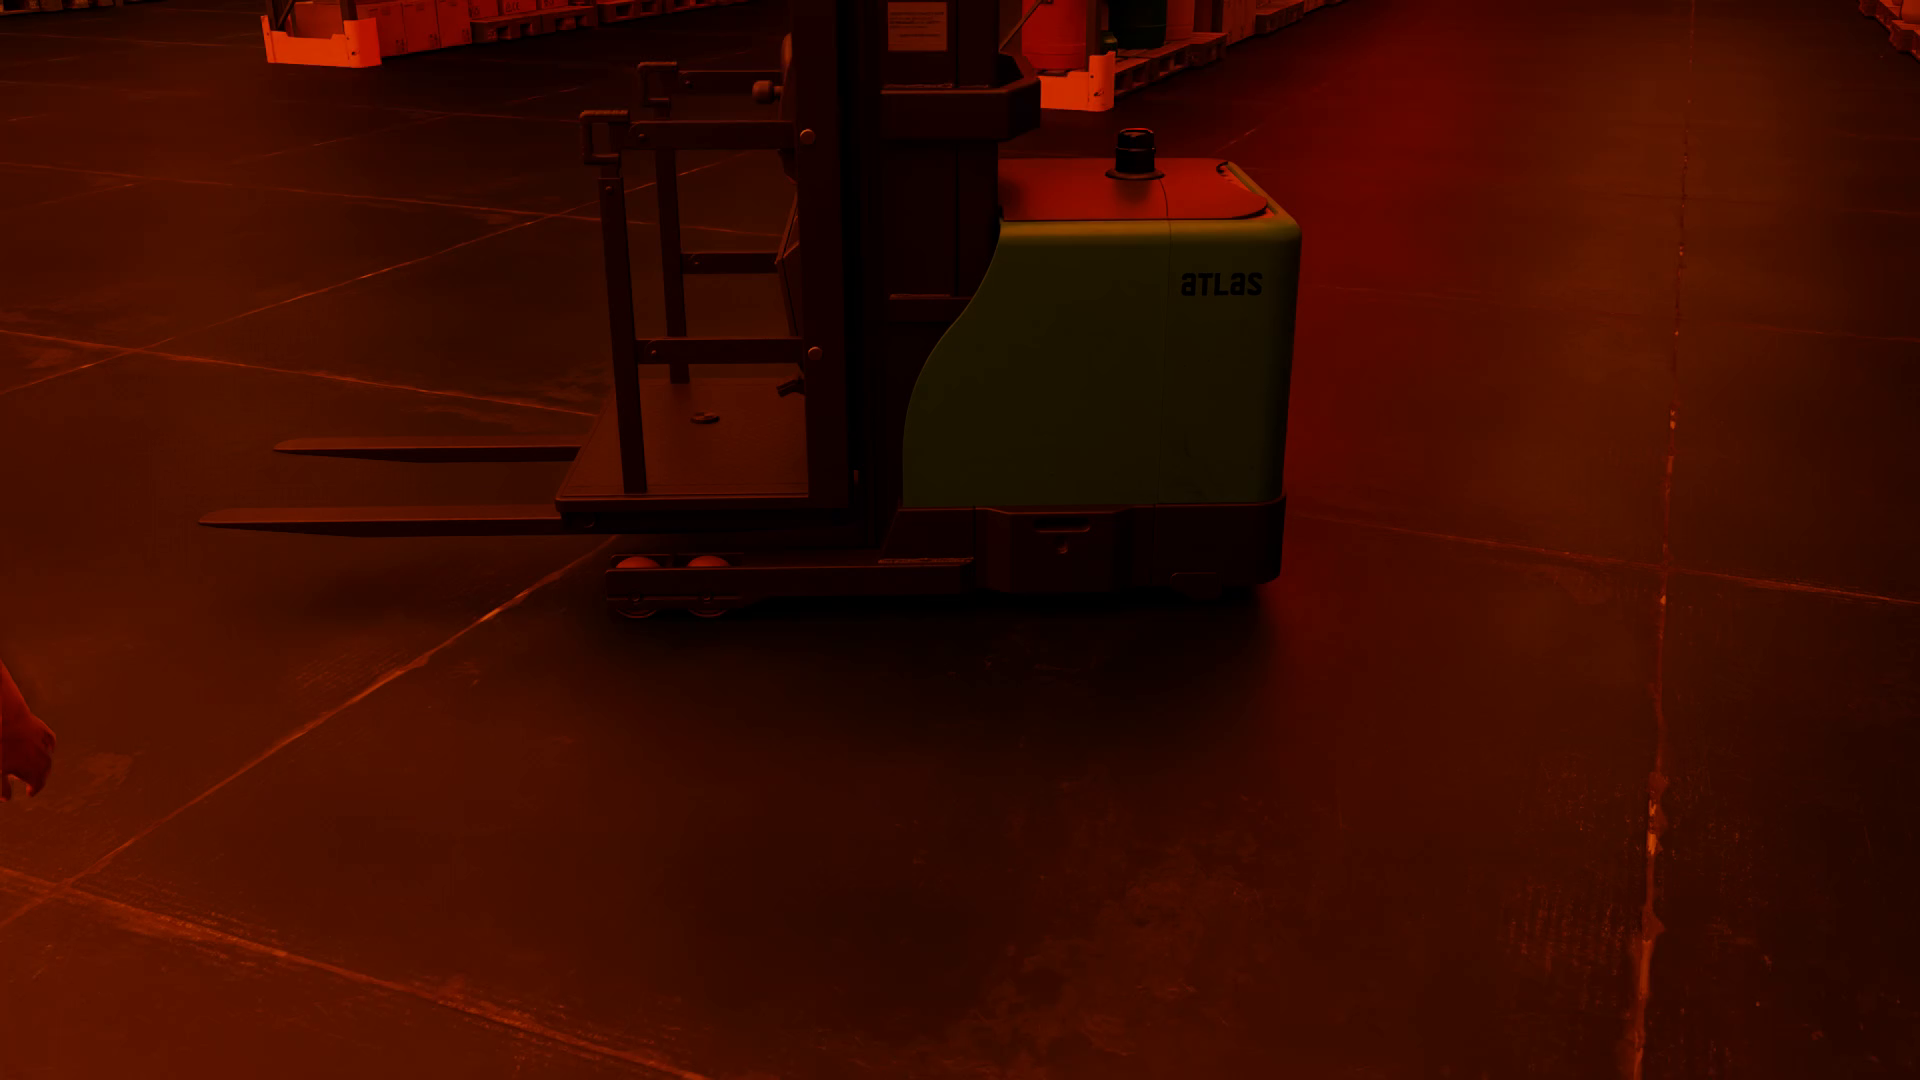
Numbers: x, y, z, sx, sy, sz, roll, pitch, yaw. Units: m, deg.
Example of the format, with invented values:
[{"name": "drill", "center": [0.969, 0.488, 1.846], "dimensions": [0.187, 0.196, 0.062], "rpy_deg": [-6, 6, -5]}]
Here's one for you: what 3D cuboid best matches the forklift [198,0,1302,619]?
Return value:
[{"name": "forklift", "center": [-0.624, -1.344, 4.508], "dimensions": [3.031, 2.935, 1.130], "rpy_deg": [-1, 23, -2]}]
